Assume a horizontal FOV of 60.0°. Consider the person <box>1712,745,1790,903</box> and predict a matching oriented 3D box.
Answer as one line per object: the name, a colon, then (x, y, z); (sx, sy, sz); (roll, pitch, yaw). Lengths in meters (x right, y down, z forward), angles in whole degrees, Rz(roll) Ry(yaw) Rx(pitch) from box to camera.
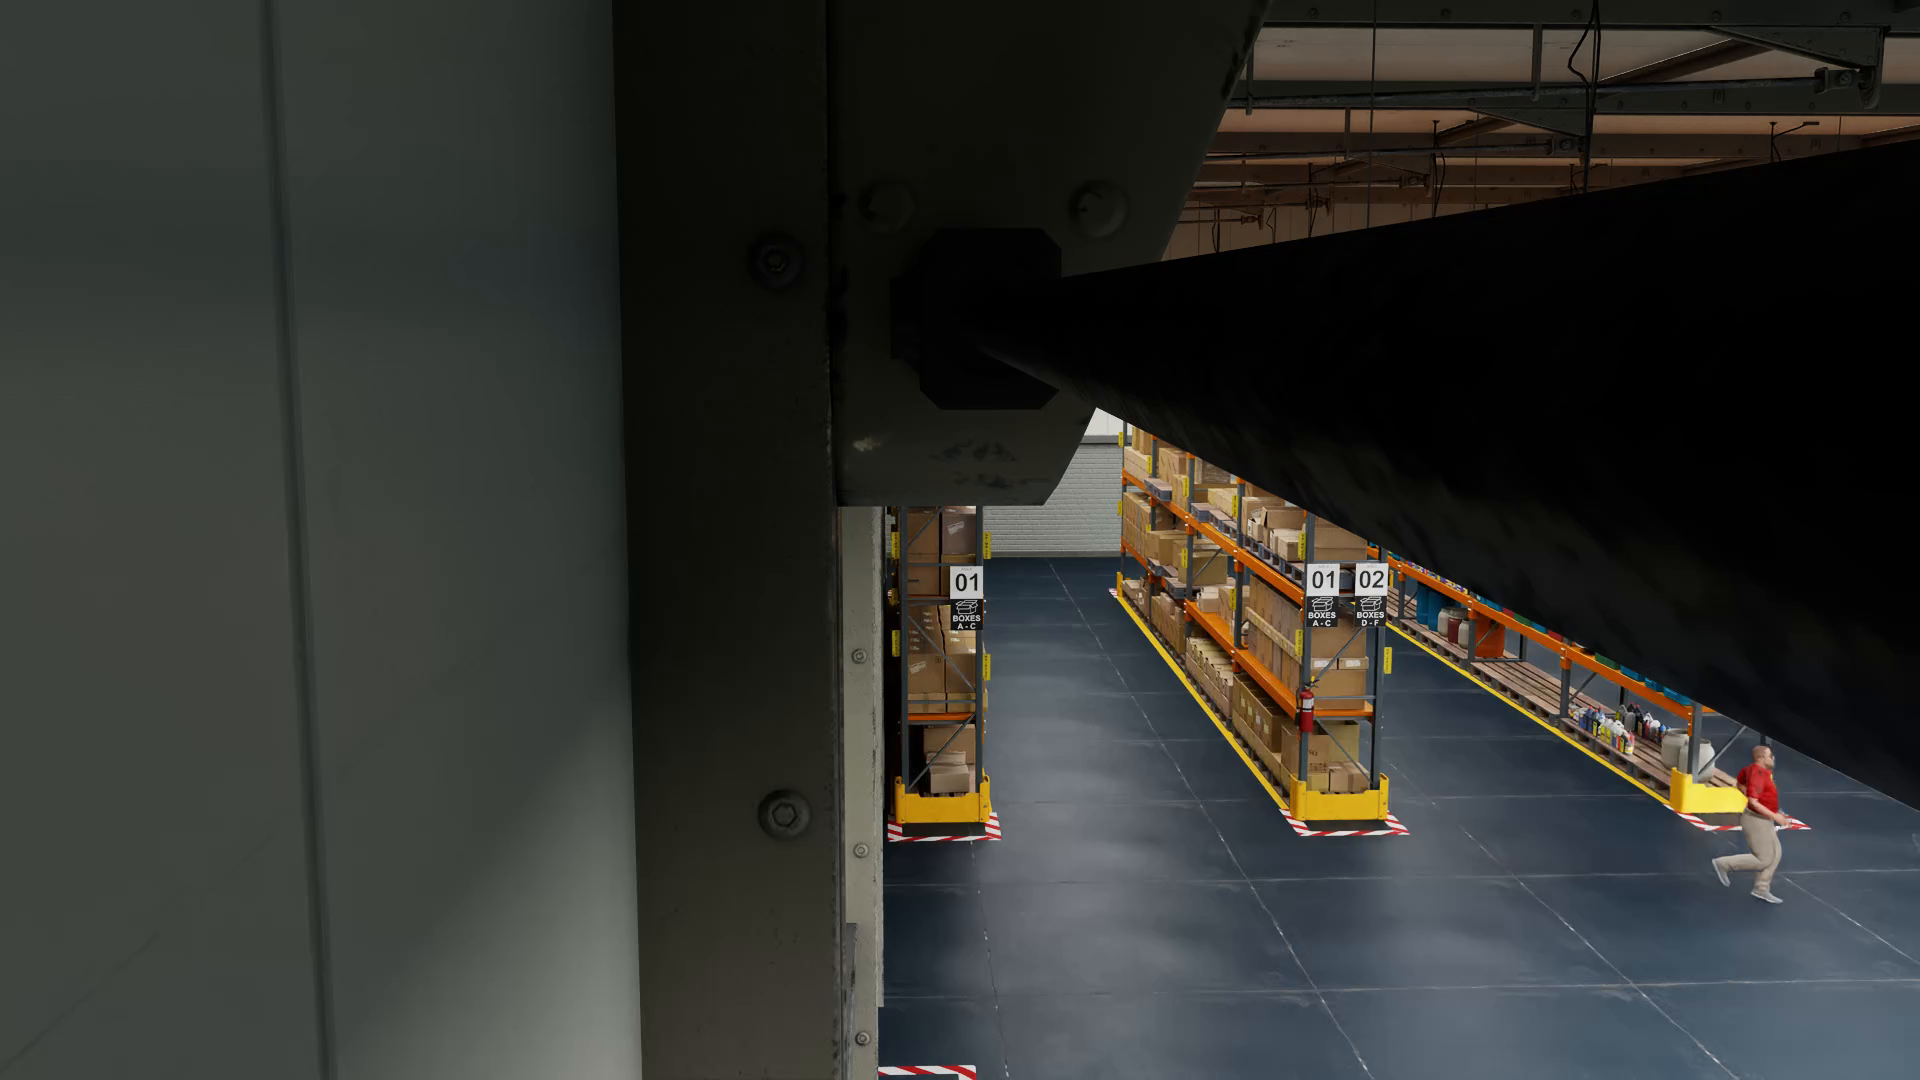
person: (8.466, 3.031, 17.795); (0.731, 1.718, 0.673); (3, 9, 21)
